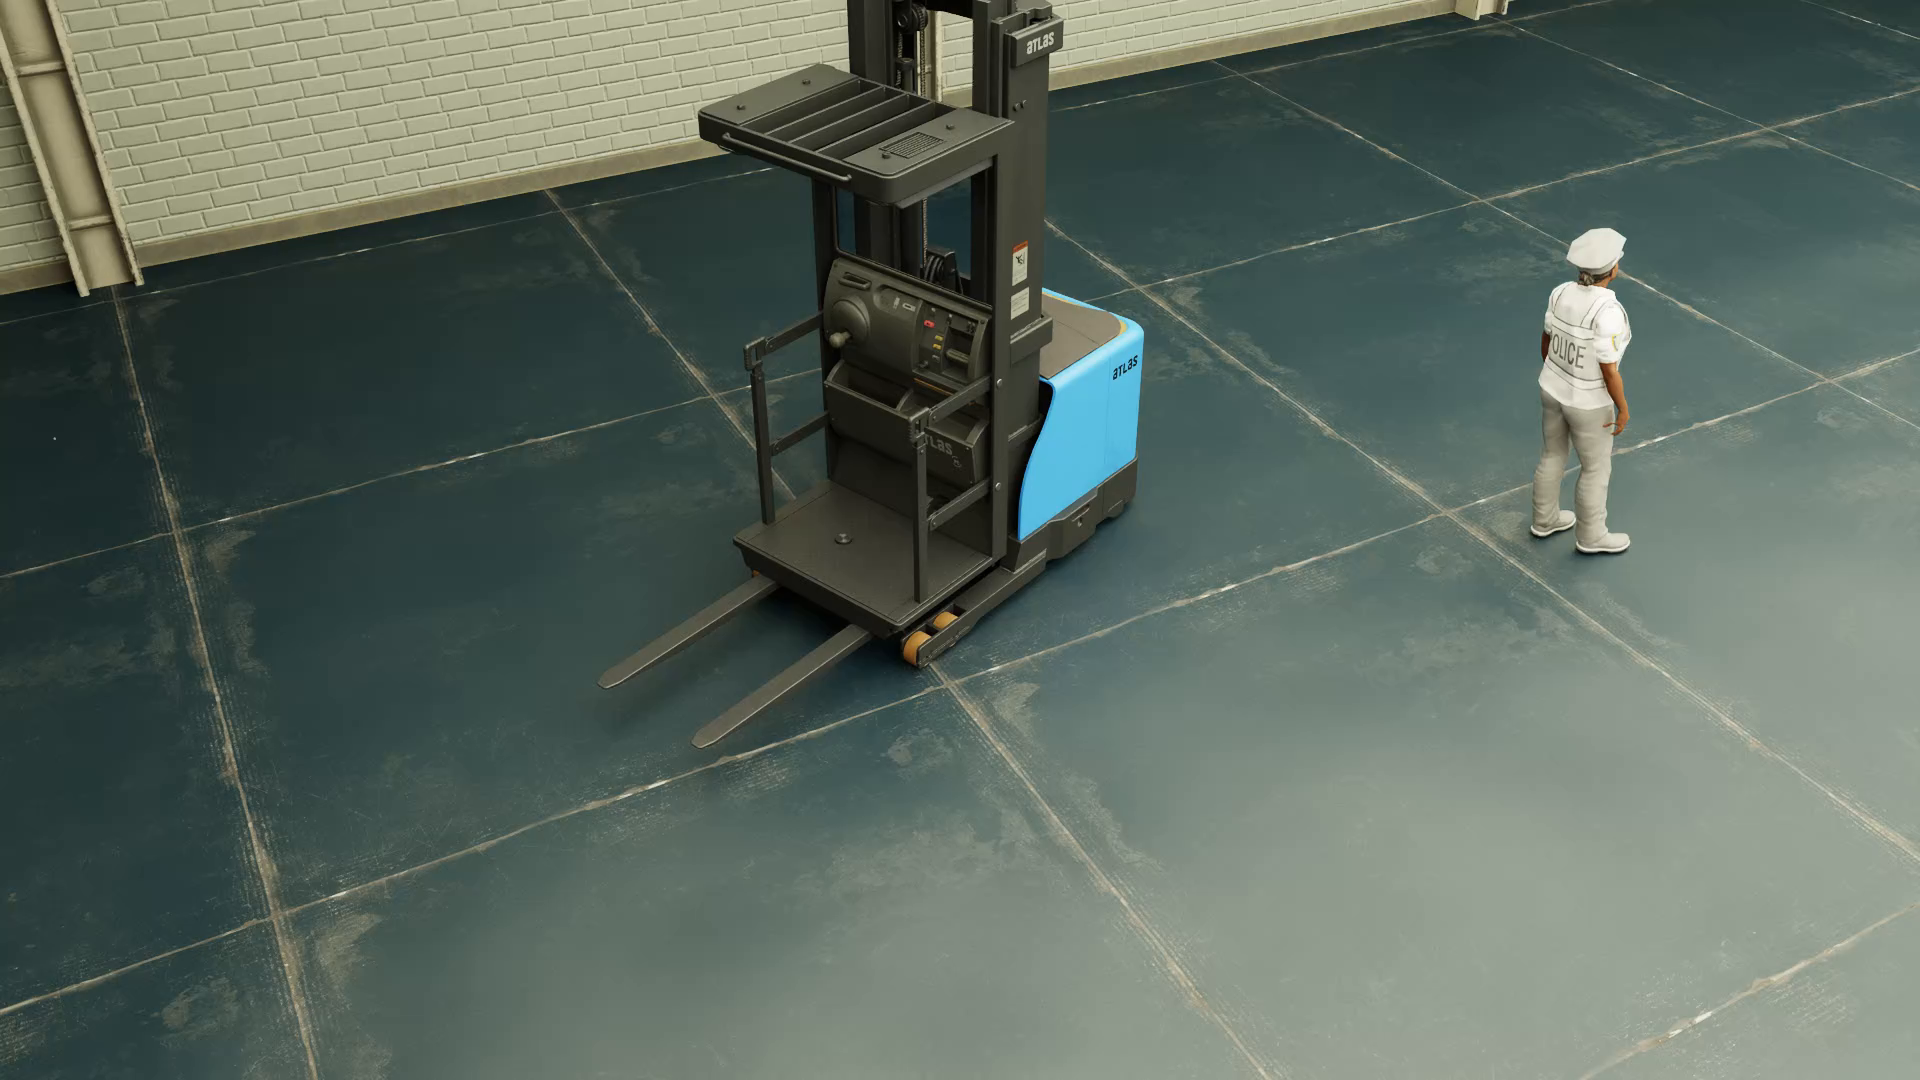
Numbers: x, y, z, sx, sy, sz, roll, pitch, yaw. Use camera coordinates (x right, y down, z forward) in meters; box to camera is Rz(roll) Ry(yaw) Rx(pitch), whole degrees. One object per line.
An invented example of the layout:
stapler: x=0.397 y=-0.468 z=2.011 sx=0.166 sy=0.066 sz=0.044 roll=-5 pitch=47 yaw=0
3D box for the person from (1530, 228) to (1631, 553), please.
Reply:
person: x=3.124 y=-0.733 z=8.219 sx=0.528 sy=1.697 sz=0.570 roll=-15 pitch=38 yaw=-20

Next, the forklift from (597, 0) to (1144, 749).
forklift: x=-0.390 y=-0.927 z=7.434 sx=1.130 sy=2.935 sz=3.031 roll=26 pitch=43 yaw=31
